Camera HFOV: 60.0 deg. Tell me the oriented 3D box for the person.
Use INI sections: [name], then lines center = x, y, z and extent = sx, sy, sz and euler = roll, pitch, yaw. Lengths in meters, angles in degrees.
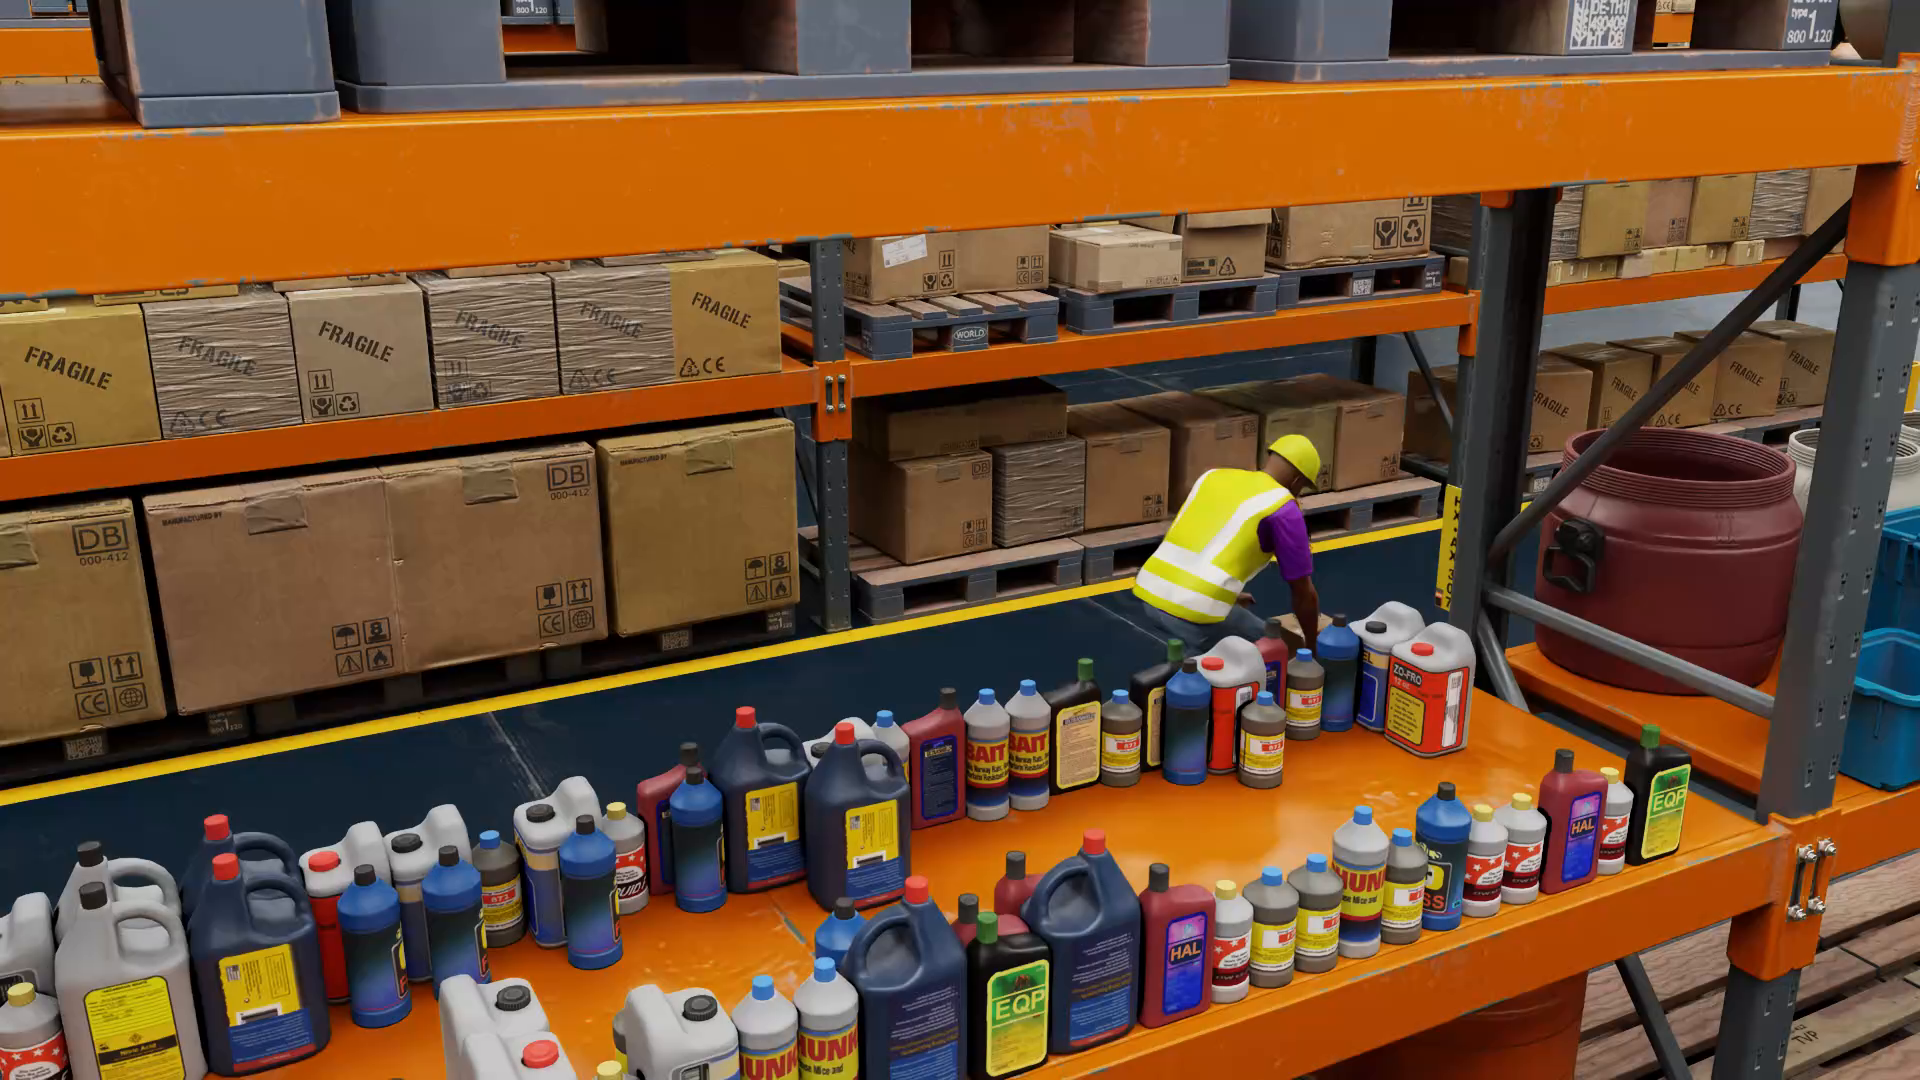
[person]
center = 1.072, 0.224, 6.653
extent = 0.823, 1.260, 0.626
euler = -10, 21, -27
